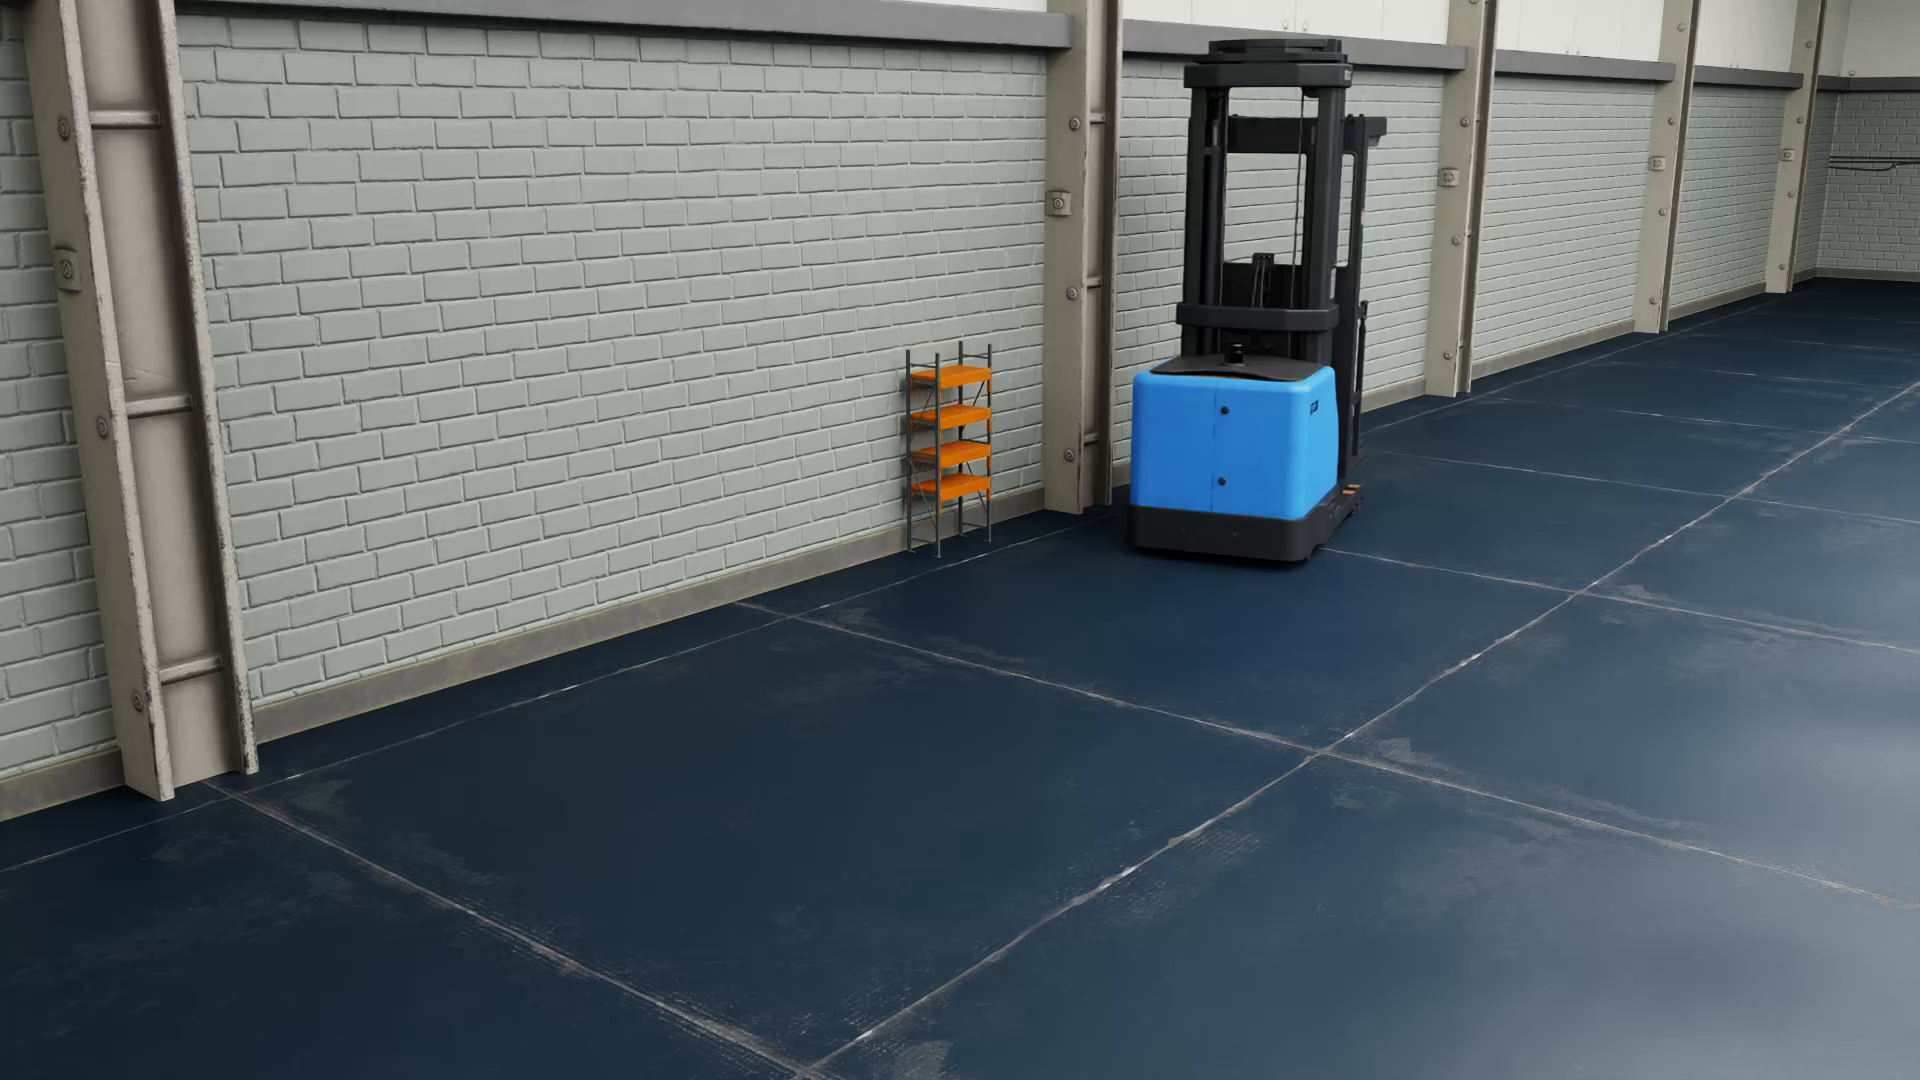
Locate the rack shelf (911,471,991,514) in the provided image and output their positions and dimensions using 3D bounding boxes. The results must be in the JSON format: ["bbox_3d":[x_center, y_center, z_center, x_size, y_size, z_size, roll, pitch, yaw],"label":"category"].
[{"bbox_3d":[-0.062,-0.285,9.885,0.258,0.148,0.480,11,18,37],"label":"rack shelf"}]

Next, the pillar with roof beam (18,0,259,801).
[{"bbox_3d":[0.348,-2.773,2.761,9.100,9.000,0.400,11,18,38],"label":"pillar with roof beam"}]

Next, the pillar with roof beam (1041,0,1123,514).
[{"bbox_3d":[4.119,-3.922,7.284,9.100,9.000,0.400,11,18,38],"label":"pillar with roof beam"}]

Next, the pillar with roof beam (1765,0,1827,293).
[{"bbox_3d":[15.432,-7.369,20.854,9.100,9.000,0.400,11,18,38],"label":"pillar with roof beam"}]

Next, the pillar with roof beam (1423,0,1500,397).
[{"bbox_3d":[7.890,-5.071,11.807,9.100,9.000,0.400,11,18,38],"label":"pillar with roof beam"}]

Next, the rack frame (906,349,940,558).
[{"bbox_3d":[-0.214,-0.495,9.634,0.240,1.200,0.015,11,18,37],"label":"rack frame"}]

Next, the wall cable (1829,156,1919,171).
[{"bbox_3d":[14.964,-6.890,25.274,3.097,2.526,0.112,11,18,38],"label":"wall cable"}]

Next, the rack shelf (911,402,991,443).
[{"bbox_3d":[-0.062,-0.694,9.781,0.258,0.148,0.480,11,18,37],"label":"rack shelf"}]

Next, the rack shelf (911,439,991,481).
[{"bbox_3d":[-0.062,-0.477,9.836,0.258,0.148,0.480,11,18,37],"label":"rack shelf"}]

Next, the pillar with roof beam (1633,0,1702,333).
[{"bbox_3d":[11.661,-6.220,16.331,9.100,9.000,0.400,11,18,38],"label":"pillar with roof beam"}]

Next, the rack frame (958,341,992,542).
[{"bbox_3d":[0.089,-0.589,10.004,0.240,1.200,0.015,11,18,37],"label":"rack frame"}]

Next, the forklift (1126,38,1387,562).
[{"bbox_3d":[2.019,-1.615,10.527,1.130,2.935,3.031,6,15,22],"label":"forklift"}]

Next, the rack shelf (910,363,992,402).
[{"bbox_3d":[-0.062,-0.923,9.722,0.258,0.148,0.480,11,18,37],"label":"rack shelf"}]

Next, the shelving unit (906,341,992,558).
[{"bbox_3d":[-0.062,-0.542,9.819,0.258,1.200,0.503,11,18,37],"label":"shelving unit"}]
